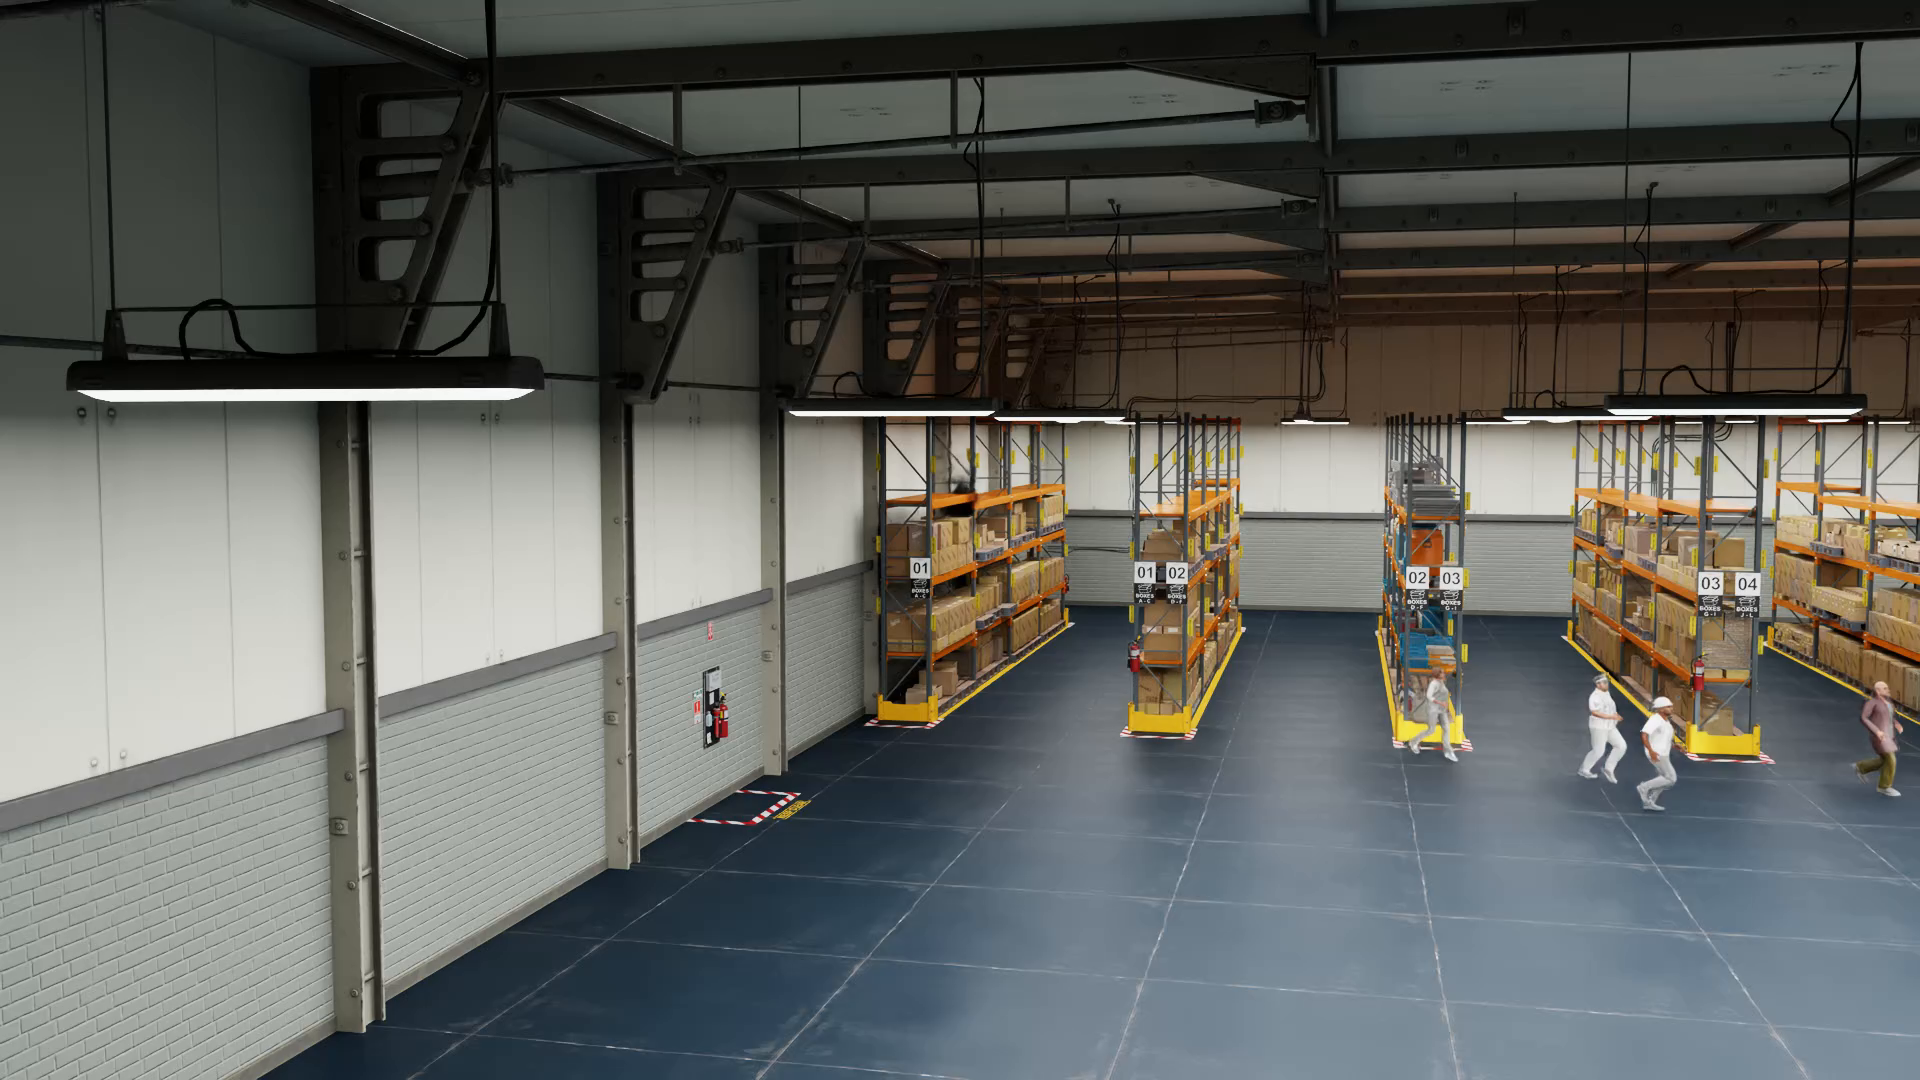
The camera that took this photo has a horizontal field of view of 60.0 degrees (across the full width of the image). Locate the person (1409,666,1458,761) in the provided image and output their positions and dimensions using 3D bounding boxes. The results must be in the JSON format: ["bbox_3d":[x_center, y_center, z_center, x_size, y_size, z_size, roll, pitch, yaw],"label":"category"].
[{"bbox_3d":[8.243,2.971,28.718,0.908,1.583,0.582,4,5,44],"label":"person"}]

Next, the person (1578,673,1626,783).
[{"bbox_3d":[10.407,3.047,26.895,0.671,1.806,0.737,-3,5,-42],"label":"person"}]

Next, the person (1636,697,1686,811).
[{"bbox_3d":[10.447,3.189,24.770,0.620,1.712,0.695,3,5,36],"label":"person"}]

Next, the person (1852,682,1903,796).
[{"bbox_3d":[14.404,3.093,26.079,0.706,1.763,0.747,-3,5,-36],"label":"person"}]
